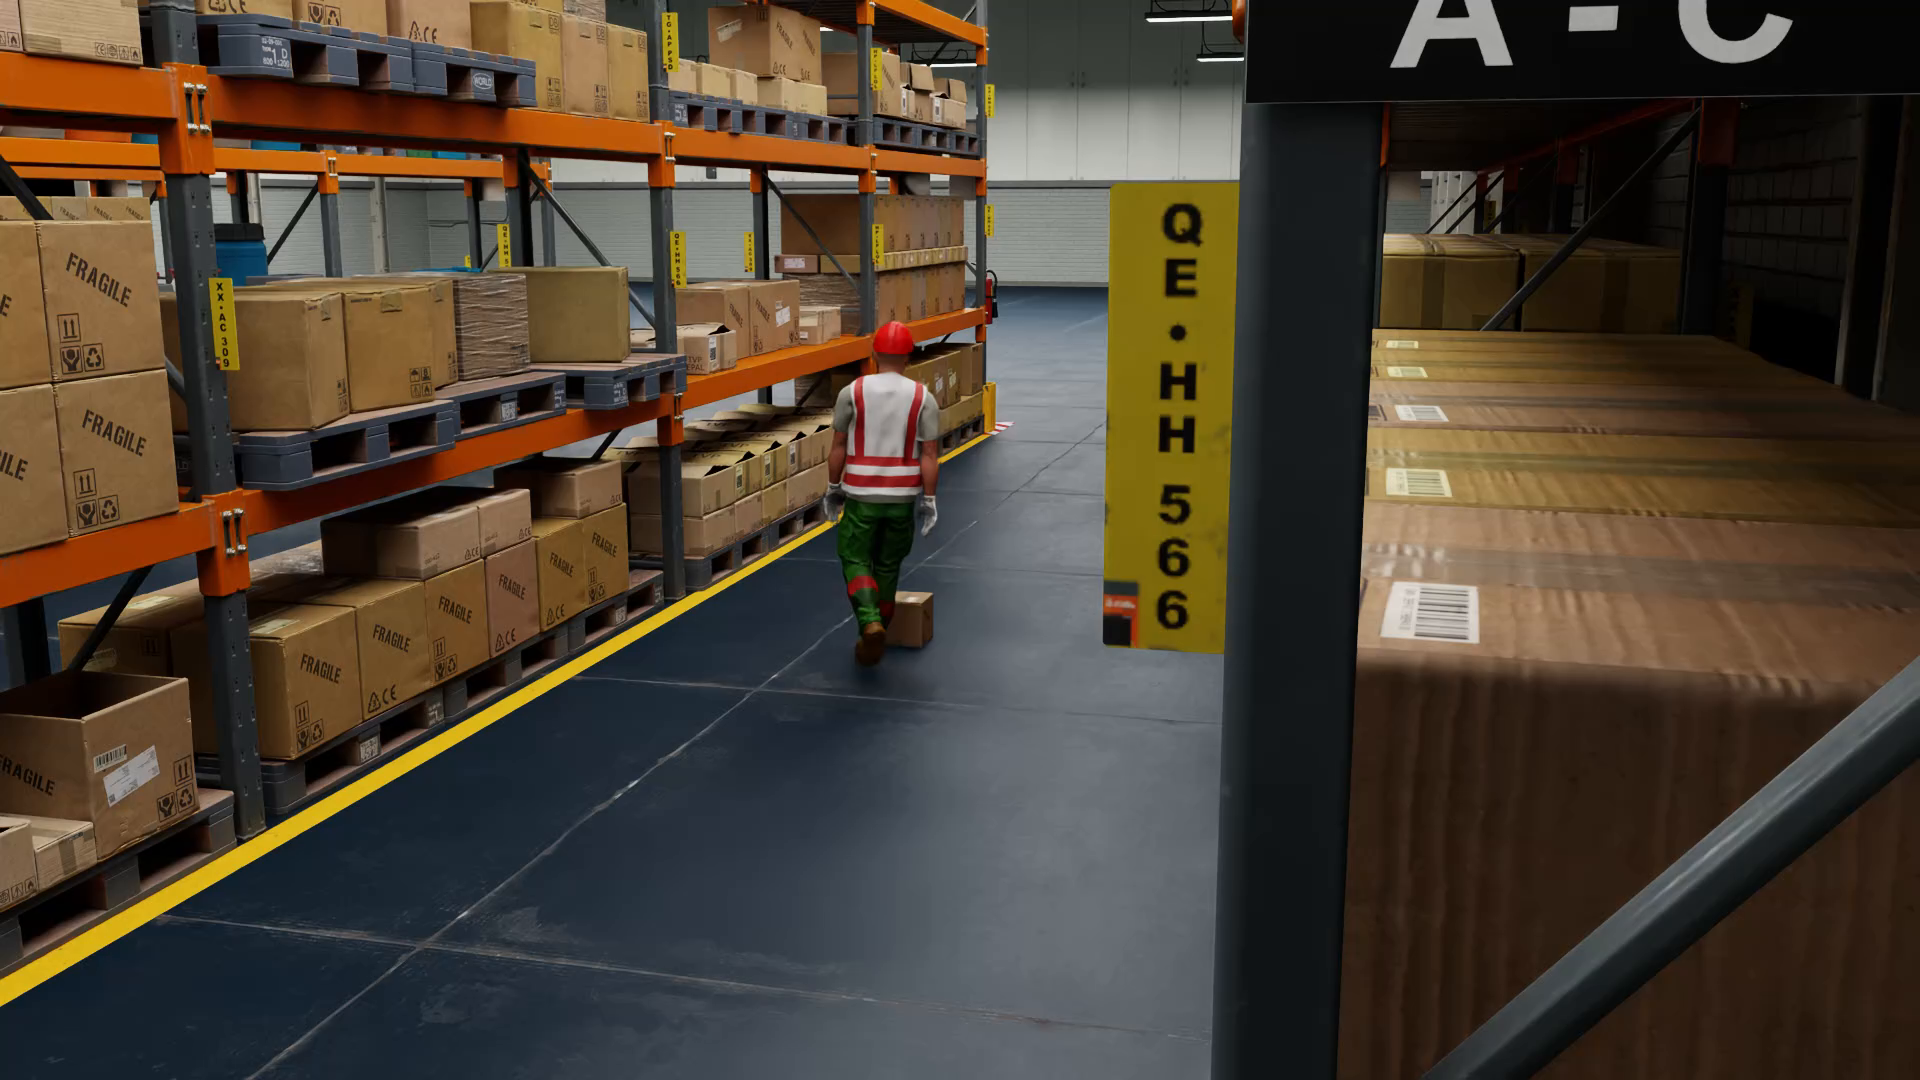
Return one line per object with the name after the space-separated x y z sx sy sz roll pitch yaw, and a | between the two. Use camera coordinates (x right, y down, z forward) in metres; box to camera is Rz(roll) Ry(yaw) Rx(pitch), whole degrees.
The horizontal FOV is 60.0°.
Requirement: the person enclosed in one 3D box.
-0.390 -0.208 8.417 0.583 1.778 0.798 -2 11 -9 | person
